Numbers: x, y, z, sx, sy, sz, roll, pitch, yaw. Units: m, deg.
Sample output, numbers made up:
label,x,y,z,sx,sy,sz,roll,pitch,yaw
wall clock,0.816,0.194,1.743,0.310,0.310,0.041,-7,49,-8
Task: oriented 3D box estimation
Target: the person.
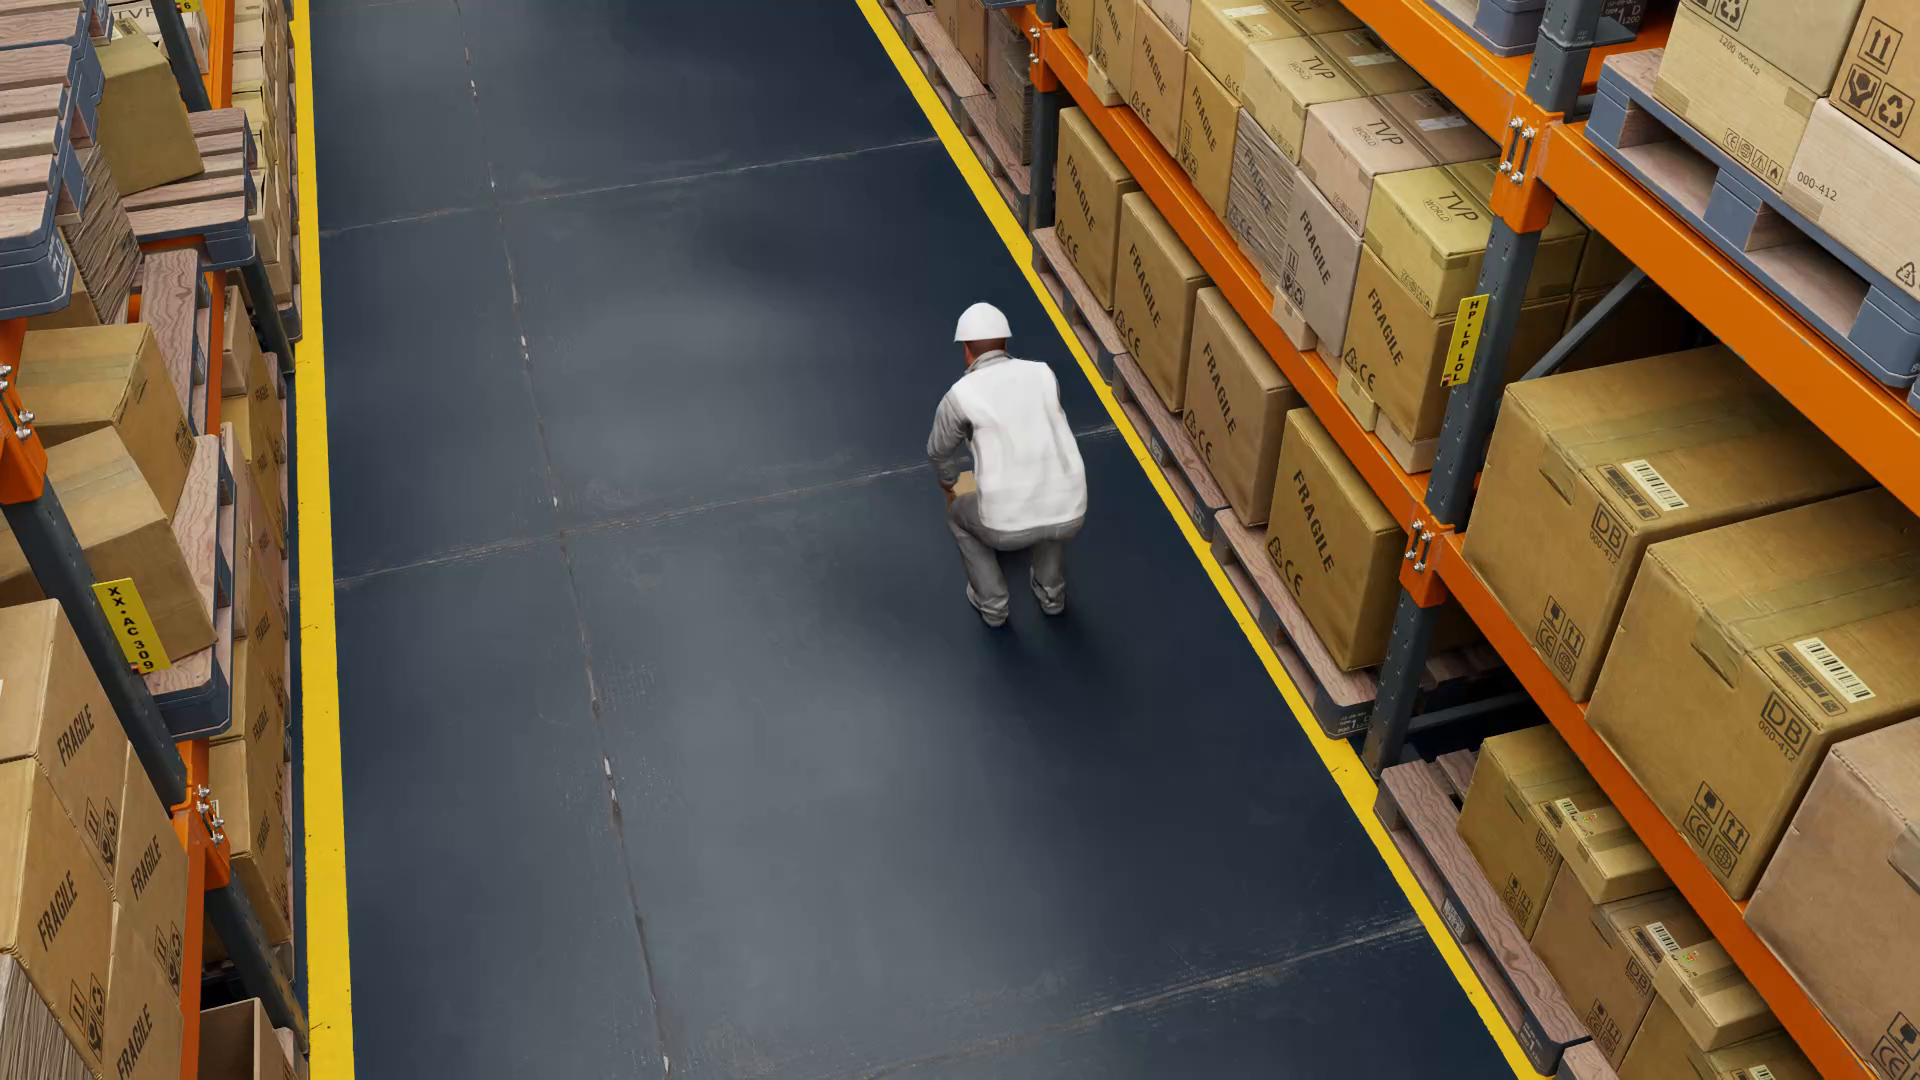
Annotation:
label,x,y,z,sx,sy,sz,roll,pitch,yaw
person,0.181,-0.262,6.812,0.582,1.268,0.834,-11,43,-12
